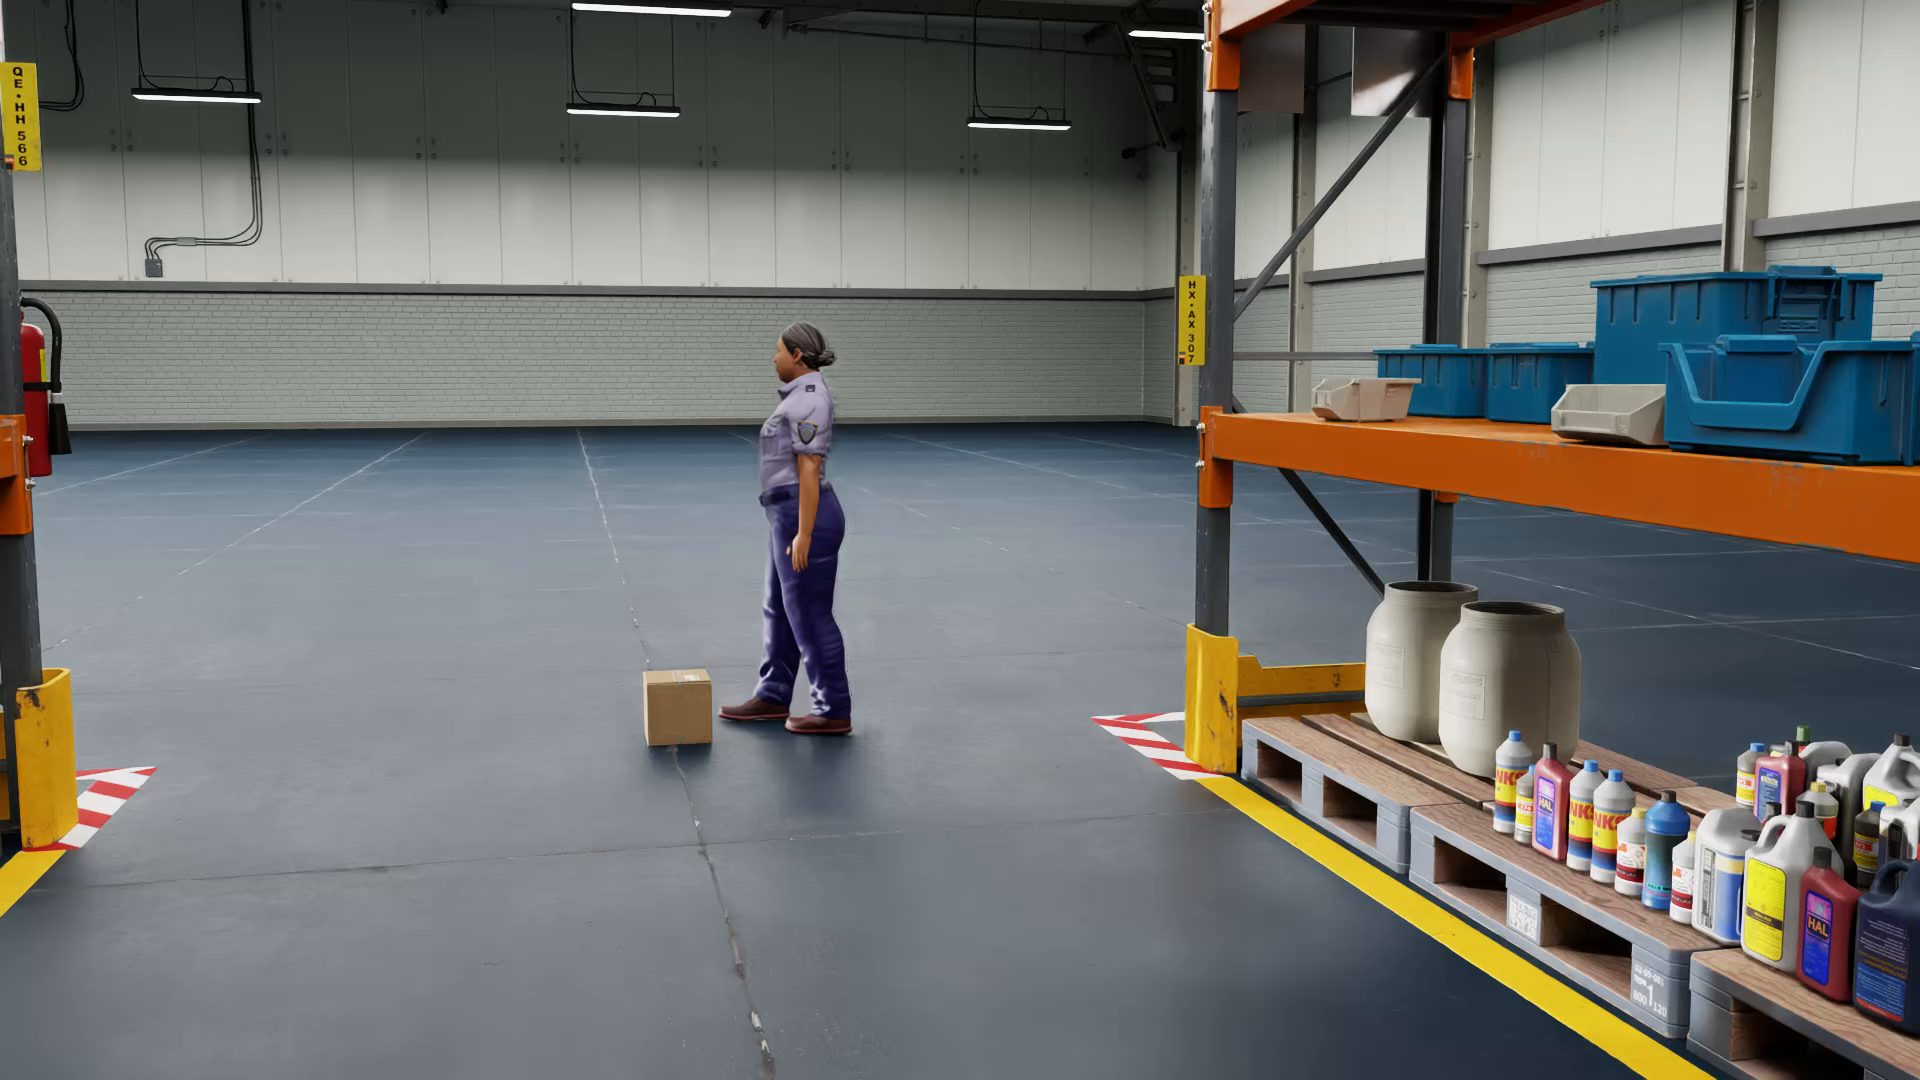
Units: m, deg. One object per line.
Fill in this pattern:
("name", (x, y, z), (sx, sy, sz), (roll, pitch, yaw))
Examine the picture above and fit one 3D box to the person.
("person", (-0.718, -0.049, 6.672), (0.572, 1.643, 0.479), (0, 6, -1))
